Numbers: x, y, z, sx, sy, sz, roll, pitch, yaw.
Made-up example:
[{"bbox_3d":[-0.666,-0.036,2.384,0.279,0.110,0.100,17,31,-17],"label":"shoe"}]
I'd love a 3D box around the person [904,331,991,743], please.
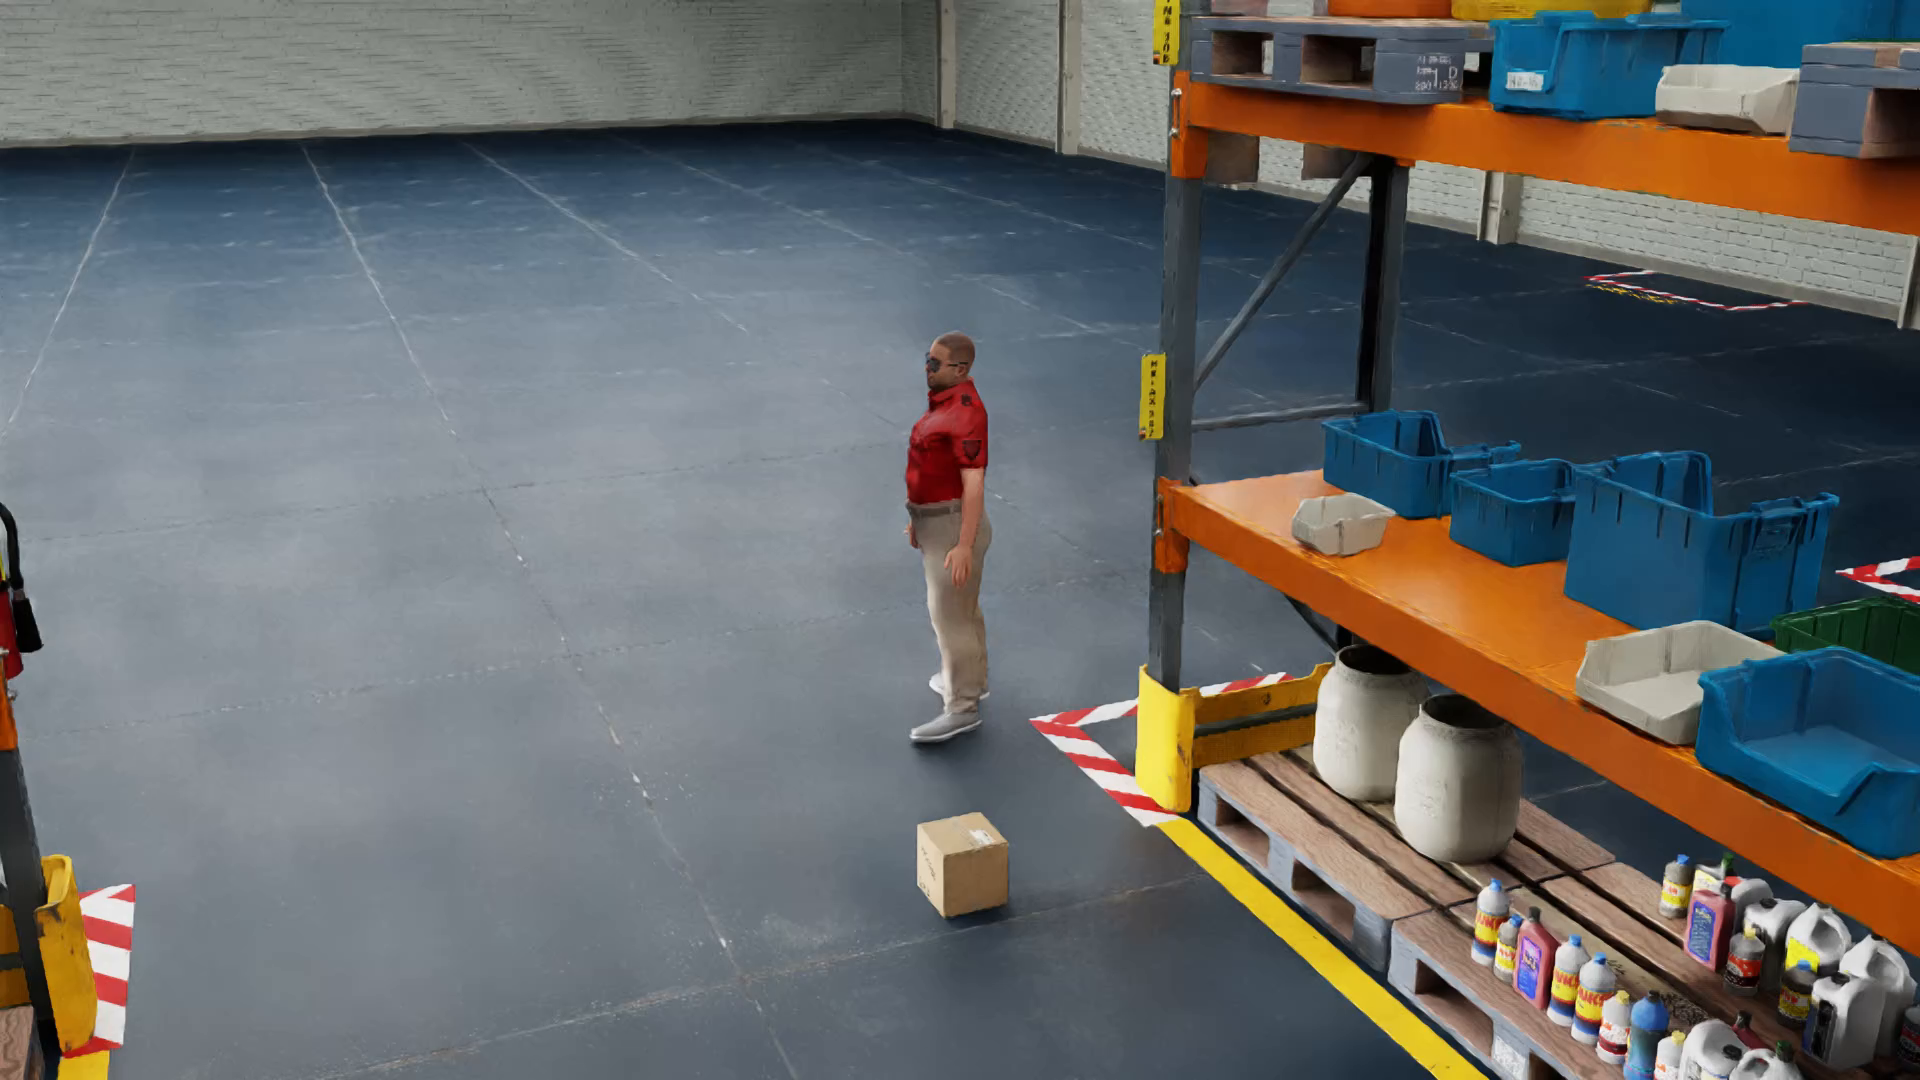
[{"bbox_3d":[-0.048,-0.041,7.140,0.395,1.734,0.692,-2,19,-6],"label":"person"}]
